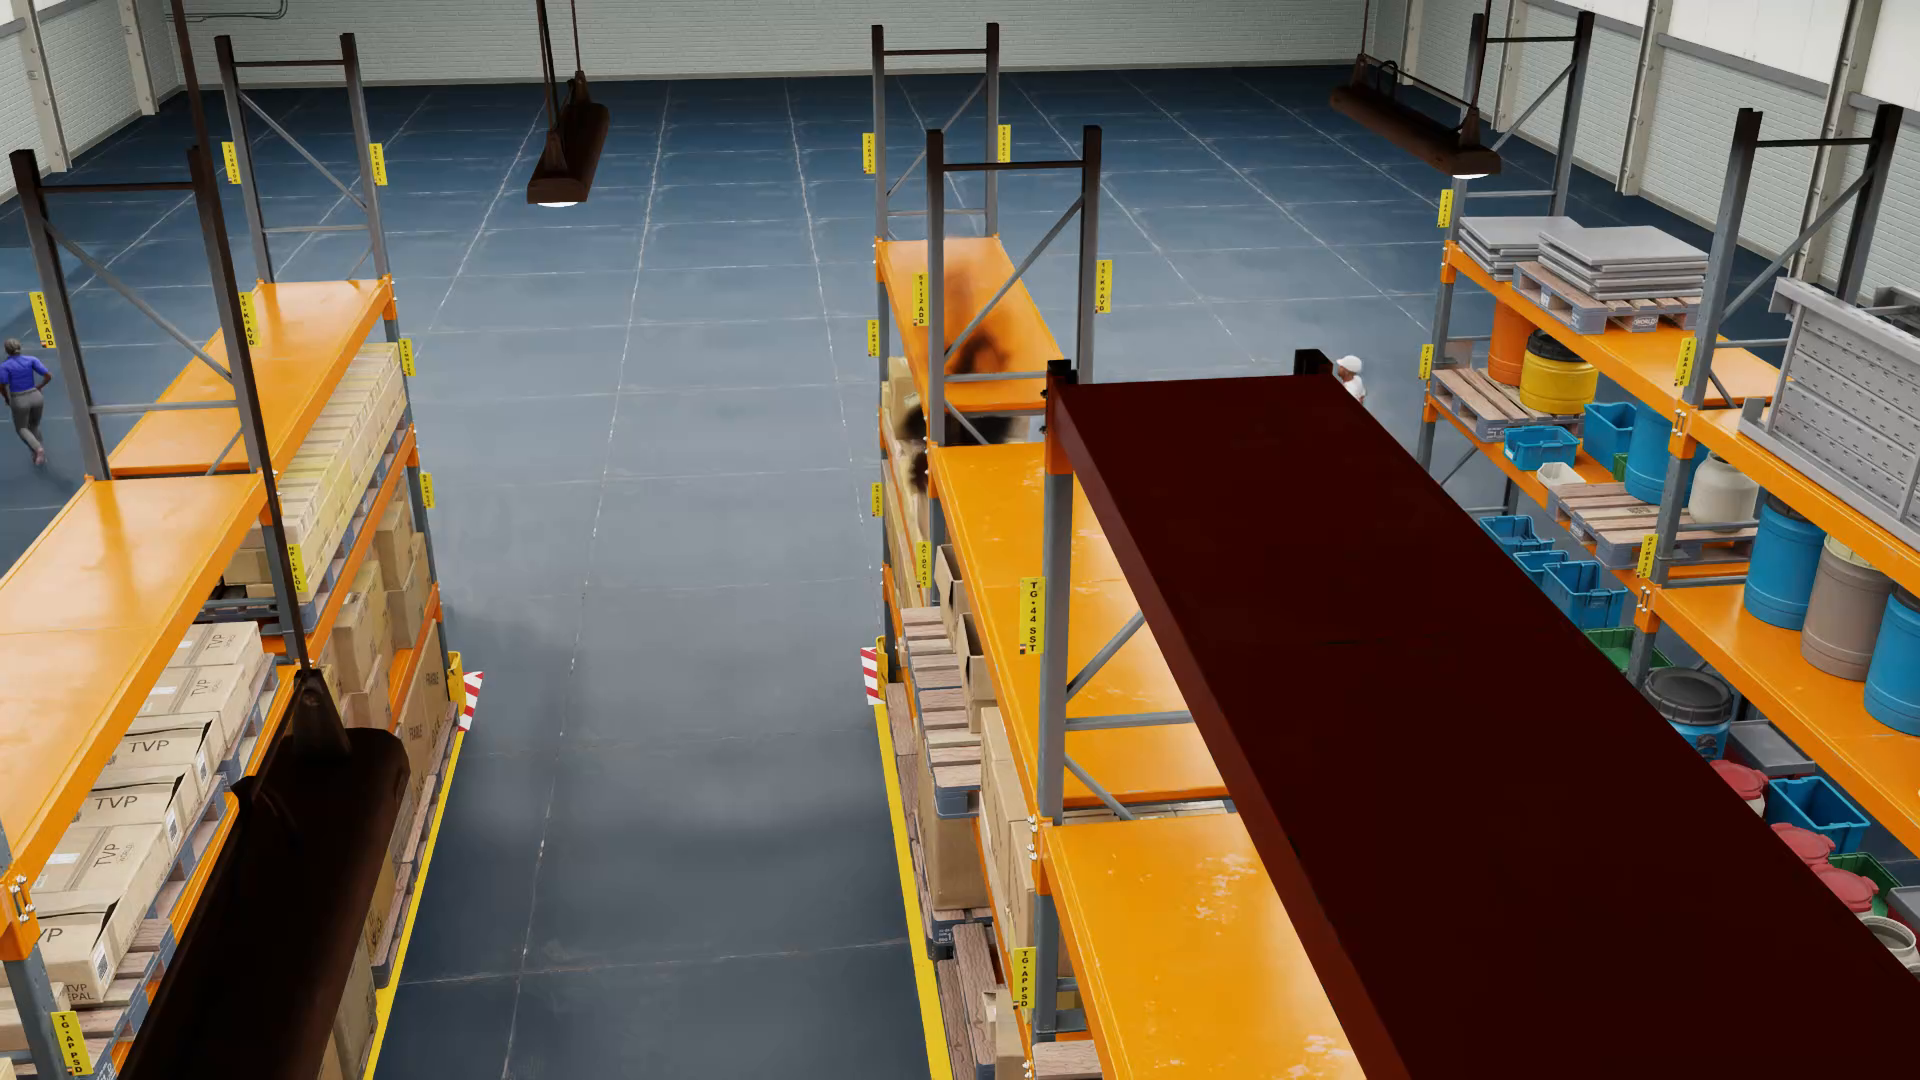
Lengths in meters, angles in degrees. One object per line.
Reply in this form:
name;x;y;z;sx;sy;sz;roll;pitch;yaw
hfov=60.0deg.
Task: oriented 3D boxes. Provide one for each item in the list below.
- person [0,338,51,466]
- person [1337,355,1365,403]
person;-11.249;-1.656;20.105;0.587;1.624;0.599;20;32;36
person;4.433;-1.320;19.309;0.550;1.722;0.717;9;27;18
